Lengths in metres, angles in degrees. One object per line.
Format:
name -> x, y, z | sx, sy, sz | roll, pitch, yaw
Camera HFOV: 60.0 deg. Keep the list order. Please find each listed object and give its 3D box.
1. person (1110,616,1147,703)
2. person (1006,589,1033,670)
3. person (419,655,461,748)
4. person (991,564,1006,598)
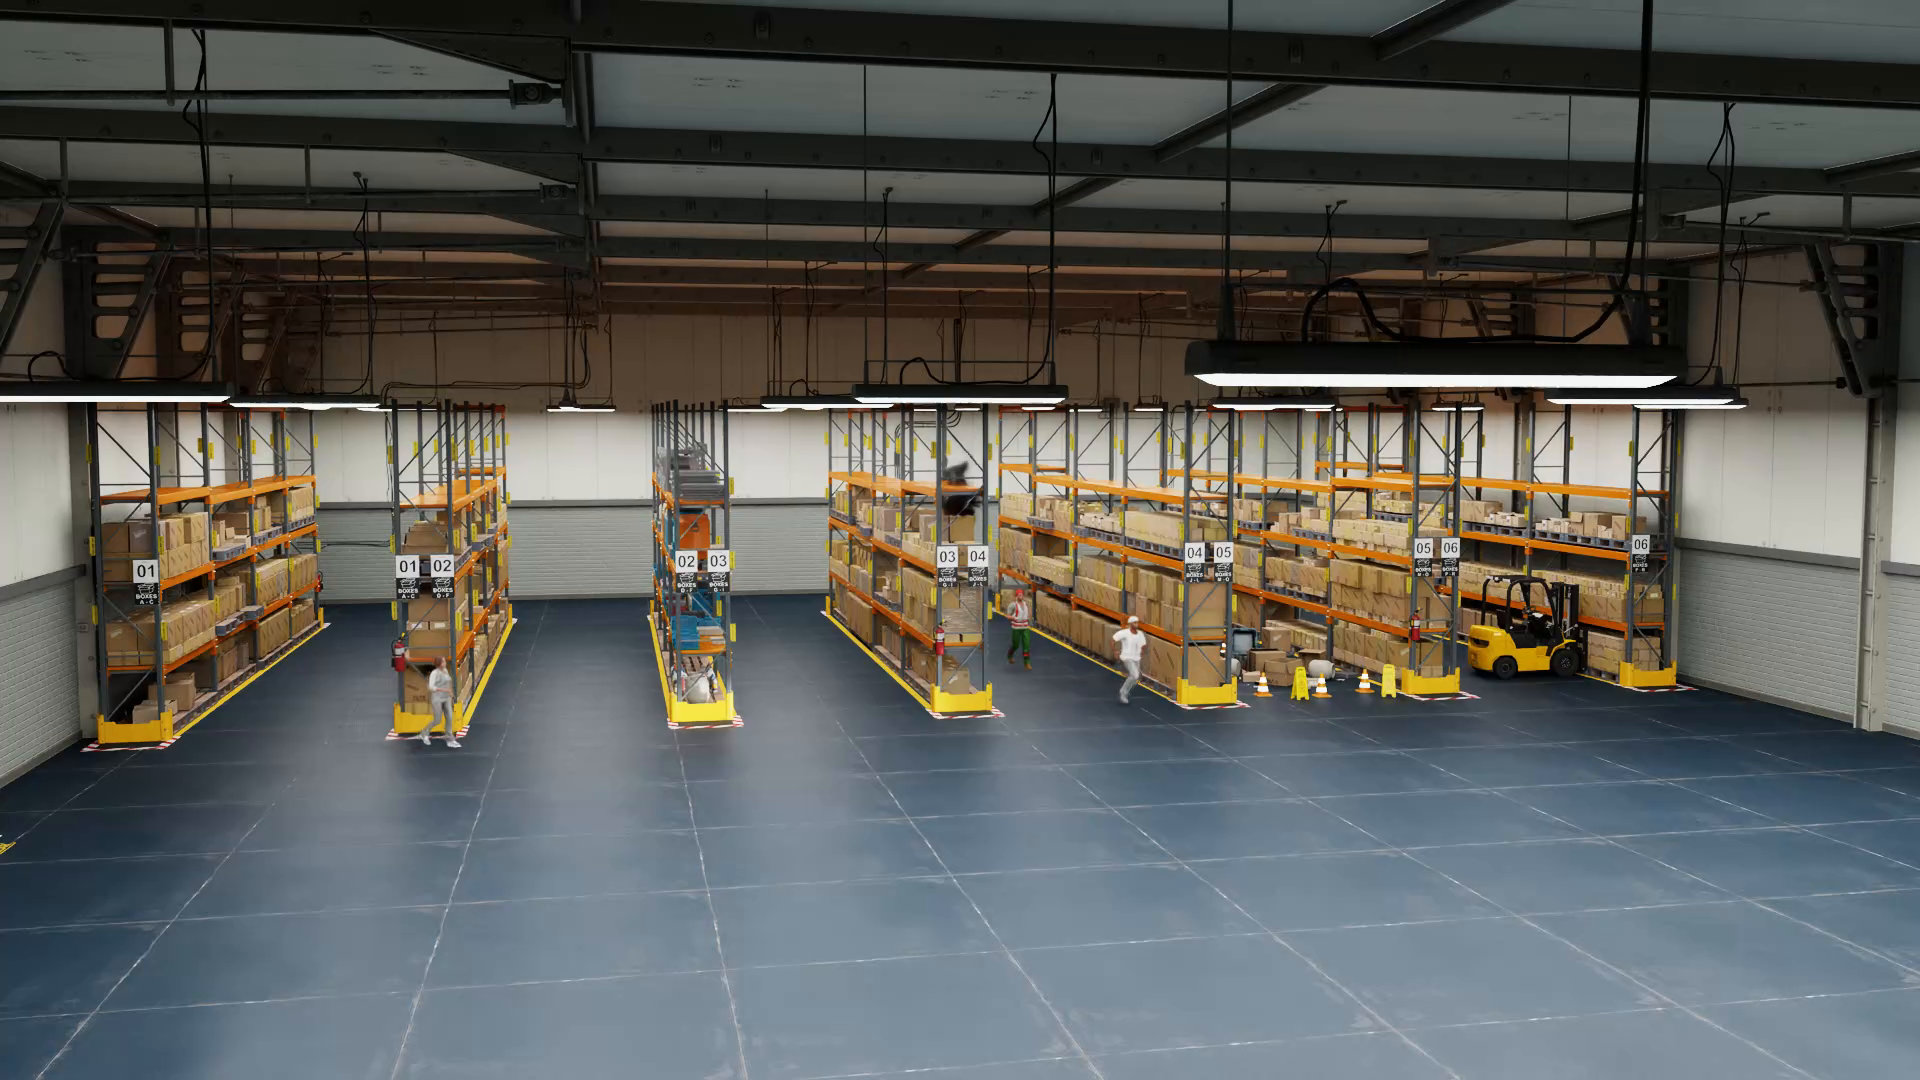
person -> 3.413, 2.372, 33.005 | 0.718, 1.721, 0.616 | -3, 6, -39
person -> 1.345, 1.991, 37.308 | 0.654, 1.783, 0.988 | -2, 5, -25
person -> -8.926, 2.873, 28.546 | 0.791, 1.366, 0.556 | 2, 5, 20
person -> 1.182, 1.156, 49.994 | 0.433, 1.587, 0.776 | -1, 4, -11
